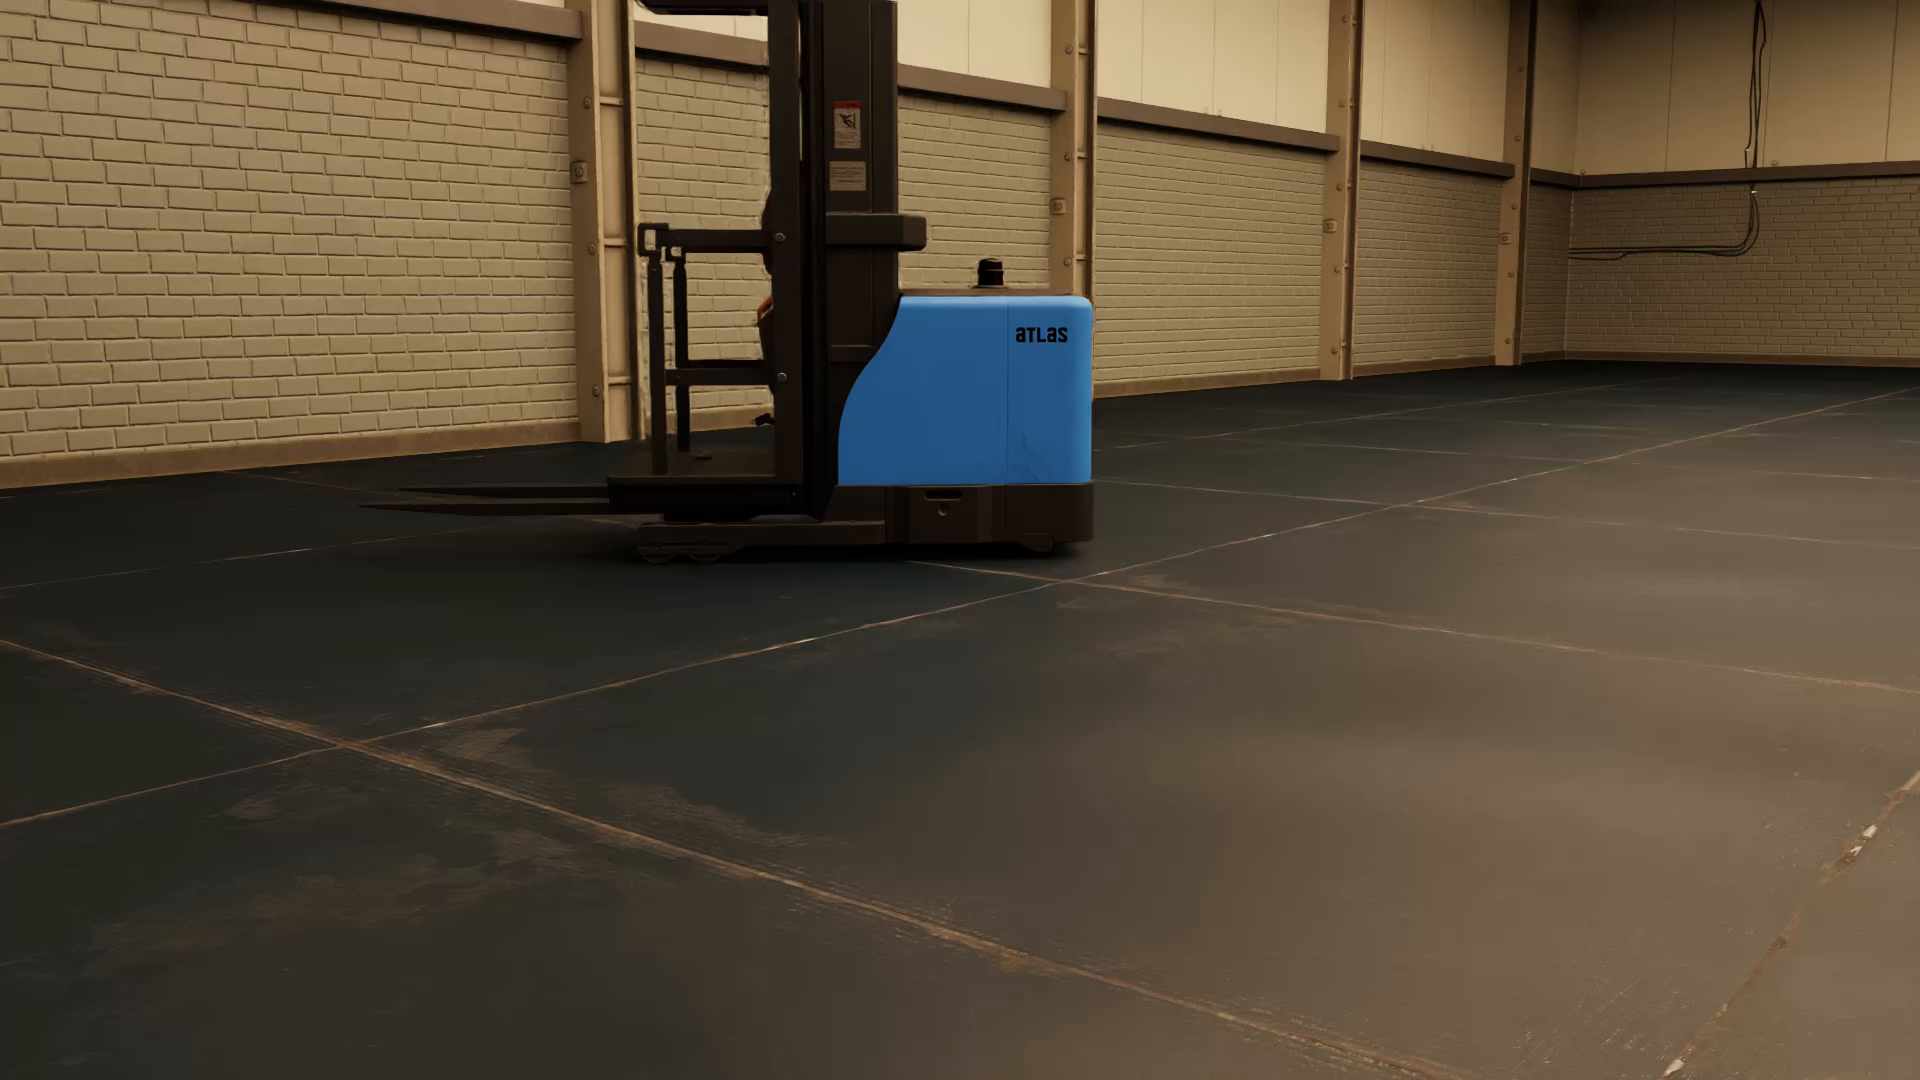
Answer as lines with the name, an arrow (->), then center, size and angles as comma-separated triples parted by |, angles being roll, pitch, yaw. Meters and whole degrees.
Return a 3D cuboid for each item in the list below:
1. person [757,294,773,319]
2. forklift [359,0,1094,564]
person -> -0.713, -1.174, 9.971 | 0.922, 1.683, 0.618 | -4, 9, -23
forklift -> -0.982, -1.434, 7.079 | 3.031, 2.935, 1.130 | -1, 8, -4
